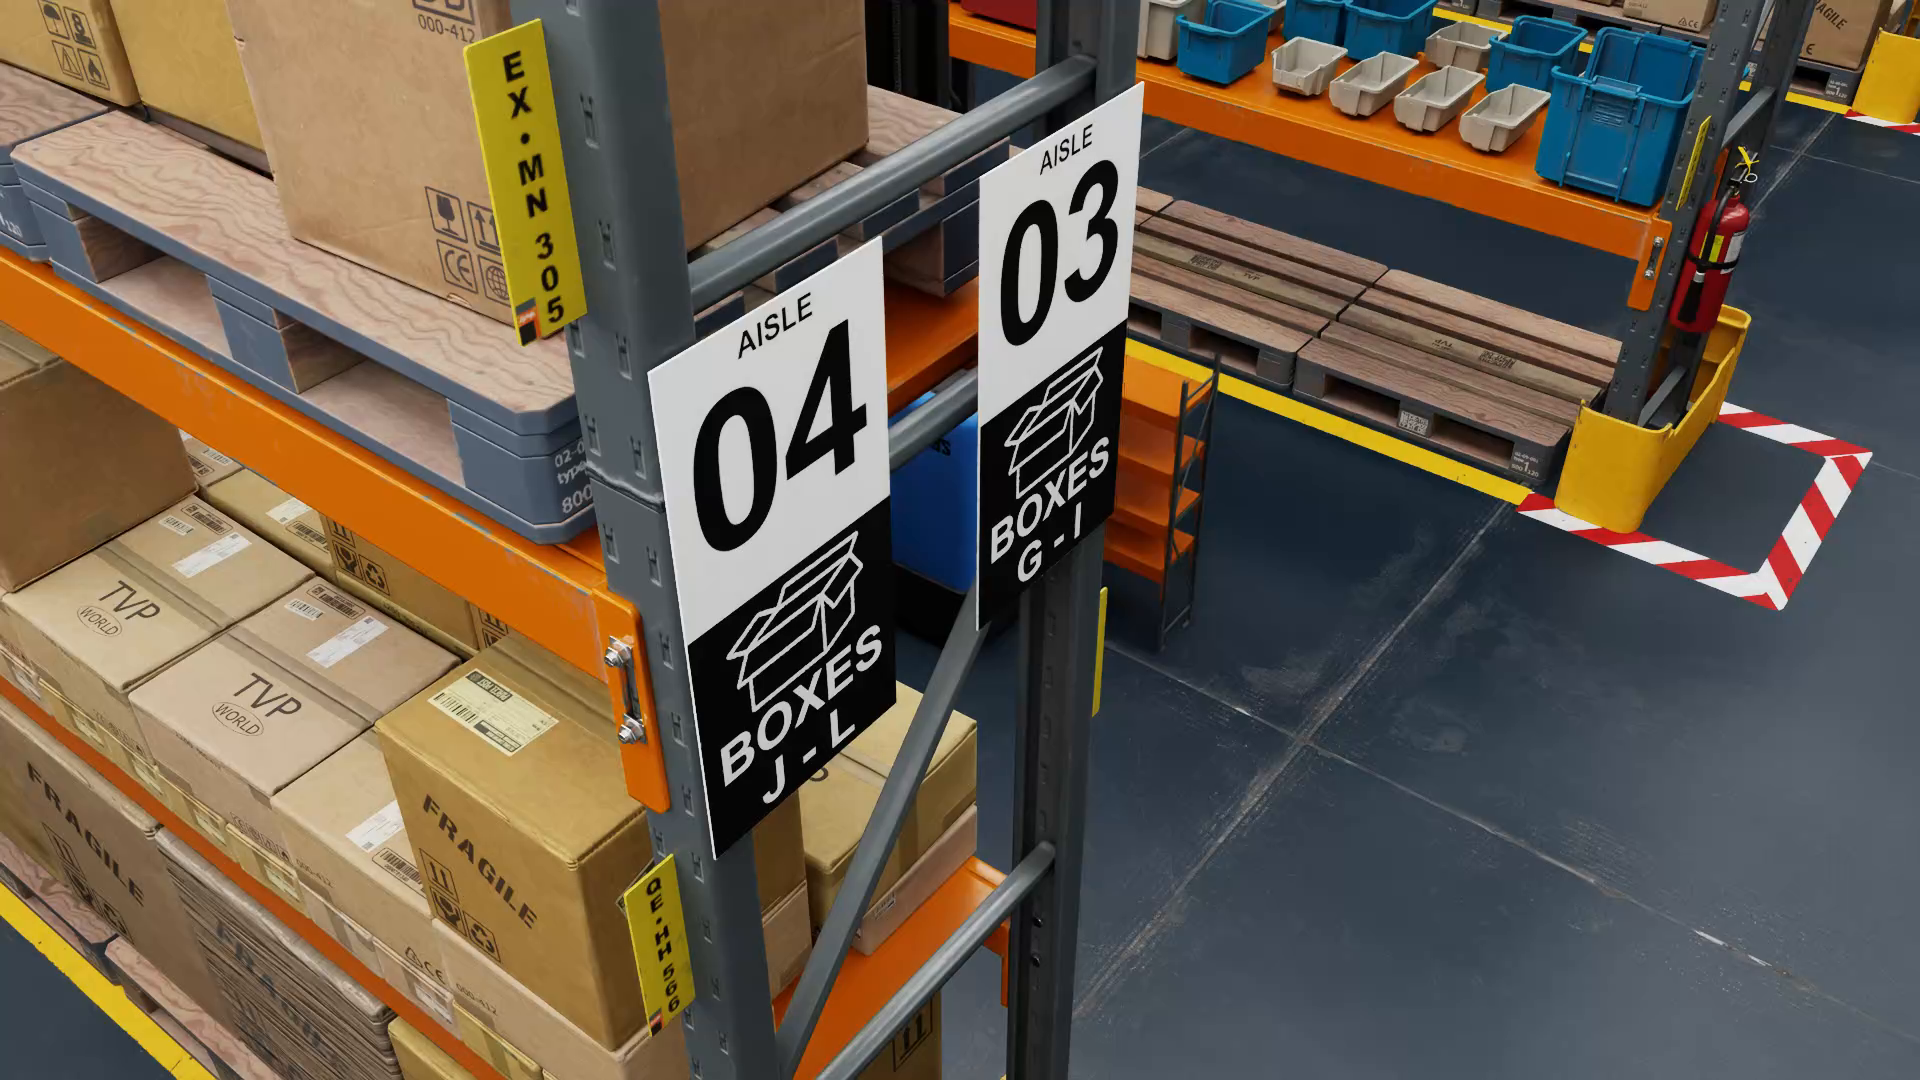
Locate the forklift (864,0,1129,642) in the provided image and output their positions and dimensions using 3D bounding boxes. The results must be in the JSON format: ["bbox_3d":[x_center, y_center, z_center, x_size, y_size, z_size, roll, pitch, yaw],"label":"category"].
[{"bbox_3d":[-0.848,-1.498,6.286,3.031,2.935,1.130,24,44,28],"label":"forklift"}]

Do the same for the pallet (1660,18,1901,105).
[{"bbox_3d":[5.235,-3.195,10.660,1.213,0.211,1.003,25,45,29],"label":"pallet"}]

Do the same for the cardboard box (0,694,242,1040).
[{"bbox_3d":[-2.079,0.679,4.832,0.875,0.875,0.875,25,45,29],"label":"cardboard box"}]

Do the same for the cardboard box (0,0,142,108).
[{"bbox_3d":[-1.352,-1.151,2.850,0.500,0.500,0.700,22,43,26],"label":"cardboard box"}]

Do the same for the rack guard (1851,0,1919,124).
[{"bbox_3d":[5.869,-3.011,10.190,0.348,0.500,1.175,25,45,29],"label":"rack guard"}]

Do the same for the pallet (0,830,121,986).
[{"bbox_3d":[-2.713,0.806,5.550,1.213,0.211,1.003,25,45,29],"label":"pallet"}]

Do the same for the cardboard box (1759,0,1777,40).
[{"bbox_3d":[5.081,-3.303,10.477,0.250,0.166,0.380,25,45,29],"label":"cardboard box"}]

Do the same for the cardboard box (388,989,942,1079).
[{"bbox_3d":[-0.649,1.353,3.971,0.875,0.875,0.875,25,45,29],"label":"cardboard box"}]

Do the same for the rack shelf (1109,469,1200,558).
[{"bbox_3d":[0.611,-0.140,6.065,0.480,0.148,0.258,24,44,28],"label":"rack shelf"}]

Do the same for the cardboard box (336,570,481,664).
[{"bbox_3d":[-1.123,0.131,4.030,0.500,0.250,0.500,24,44,27],"label":"cardboard box"}]

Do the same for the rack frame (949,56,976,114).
[{"bbox_3d":[-0.260,-3.041,8.200,0.127,3.000,1.000,25,45,29],"label":"rack frame"}]

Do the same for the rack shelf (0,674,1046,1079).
[{"bbox_3d":[-1.681,0.417,4.368,4.000,0.370,1.077,25,45,29],"label":"rack shelf"}]

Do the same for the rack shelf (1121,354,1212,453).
[{"bbox_3d":[0.611,-0.502,5.781,0.480,0.148,0.258,24,44,28],"label":"rack shelf"}]

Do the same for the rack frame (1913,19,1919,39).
[{"bbox_3d":[5.929,-3.967,9.383,0.127,3.000,1.000,25,45,29],"label":"rack frame"}]

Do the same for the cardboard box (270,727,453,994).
[{"bbox_3d":[-1.041,0.583,3.453,0.500,0.250,0.500,24,44,28],"label":"cardboard box"}]

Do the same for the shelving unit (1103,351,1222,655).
[{"bbox_3d":[0.611,-0.193,6.023,0.503,1.200,0.258,24,44,28],"label":"shelving unit"}]

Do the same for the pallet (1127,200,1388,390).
[{"bbox_3d":[1.320,-1.230,8.149,1.213,0.211,1.003,25,45,29],"label":"pallet"}]

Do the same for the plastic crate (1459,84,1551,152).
[{"bbox_3d":[2.159,-1.679,6.627,0.243,0.136,0.396,25,45,29],"label":"plastic crate"}]

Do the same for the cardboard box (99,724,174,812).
[{"bbox_3d":[-1.789,0.437,3.963,0.250,0.149,0.380,26,45,29],"label":"cardboard box"}]

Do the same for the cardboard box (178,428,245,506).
[{"bbox_3d":[-1.941,-0.253,4.520,0.500,0.250,0.500,26,45,29],"label":"cardboard box"}]

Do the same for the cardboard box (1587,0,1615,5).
[{"bbox_3d":[4.247,-3.954,11.035,0.637,0.503,0.797,25,45,29],"label":"cardboard box"}]

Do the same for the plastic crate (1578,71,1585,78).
[{"bbox_3d":[2.716,-1.877,6.879,0.298,0.136,0.250,25,45,29],"label":"plastic crate"}]

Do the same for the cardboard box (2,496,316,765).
[{"bbox_3d":[-1.862,0.199,3.943,0.500,0.250,0.500,25,45,29],"label":"cardboard box"}]

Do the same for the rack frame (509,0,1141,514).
[{"bbox_3d":[-0.092,-1.479,1.340,0.127,3.000,1.000,25,45,29],"label":"rack frame"}]

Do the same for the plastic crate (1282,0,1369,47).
[{"bbox_3d":[1.636,-2.359,7.418,0.300,0.233,0.416,25,45,29],"label":"plastic crate"}]

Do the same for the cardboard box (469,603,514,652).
[{"bbox_3d":[-0.707,0.030,3.550,0.500,0.500,0.500,24,44,28],"label":"cardboard box"}]

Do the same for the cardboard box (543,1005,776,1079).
[{"bbox_3d":[-0.575,1.009,3.231,0.250,0.149,0.380,26,45,29],"label":"cardboard box"}]

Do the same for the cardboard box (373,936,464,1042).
[{"bbox_3d":[-0.982,0.818,3.476,0.250,0.149,0.380,25,45,29],"label":"cardboard box"}]

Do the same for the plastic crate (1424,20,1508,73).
[{"bbox_3d":[2.177,-2.131,7.204,0.298,0.136,0.250,25,45,29],"label":"plastic crate"}]

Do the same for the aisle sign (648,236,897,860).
[{"bbox_3d":[-0.217,0.033,2.166,0.004,0.787,0.394,25,45,29],"label":"aisle sign"}]

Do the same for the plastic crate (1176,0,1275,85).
[{"bbox_3d":[1.130,-2.144,7.142,0.300,0.233,0.416,25,45,29],"label":"plastic crate"}]

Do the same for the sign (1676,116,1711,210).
[{"bbox_3d":[2.595,-1.331,5.885,0.005,0.325,0.100,25,45,29],"label":"sign"}]

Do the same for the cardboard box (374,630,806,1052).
[{"bbox_3d":[-0.639,0.476,2.981,0.500,0.500,0.500,26,45,29],"label":"cardboard box"}]

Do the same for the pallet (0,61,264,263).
[{"bbox_3d":[-1.661,-0.993,3.224,1.213,0.211,1.003,25,45,29],"label":"pallet"}]

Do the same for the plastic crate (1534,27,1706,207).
[{"bbox_3d":[2.537,-1.614,6.301,0.499,0.435,0.616,25,45,29],"label":"plastic crate"}]

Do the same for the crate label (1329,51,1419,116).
[{"bbox_3d":[1.702,-1.887,6.892,0.243,0.136,0.396,25,45,29],"label":"crate label"}]

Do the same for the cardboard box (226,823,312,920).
[{"bbox_3d":[-1.387,0.628,3.719,0.250,0.149,0.380,24,44,28],"label":"cardboard box"}]

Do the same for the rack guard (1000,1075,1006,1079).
[{"bbox_3d":[-0.073,1.876,3.948,0.348,0.500,1.175,25,45,29],"label":"rack guard"}]

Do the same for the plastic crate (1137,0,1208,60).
[{"bbox_3d":[0.841,-2.356,7.373,0.530,0.282,0.437,25,45,29],"label":"plastic crate"}]

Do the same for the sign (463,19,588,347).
[{"bbox_3d":[-0.433,-0.355,1.683,0.005,0.325,0.100,25,45,29],"label":"sign"}]

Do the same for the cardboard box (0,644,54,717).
[{"bbox_3d":[-2.207,0.242,4.211,0.250,0.149,0.380,26,45,29],"label":"cardboard box"}]

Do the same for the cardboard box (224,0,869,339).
[{"bbox_3d":[-0.538,-0.711,2.289,0.500,0.500,0.700,23,43,26],"label":"cardboard box"}]

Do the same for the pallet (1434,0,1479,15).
[{"bbox_3d":[3.297,-4.109,11.827,1.213,0.211,1.003,25,45,29],"label":"pallet"}]
